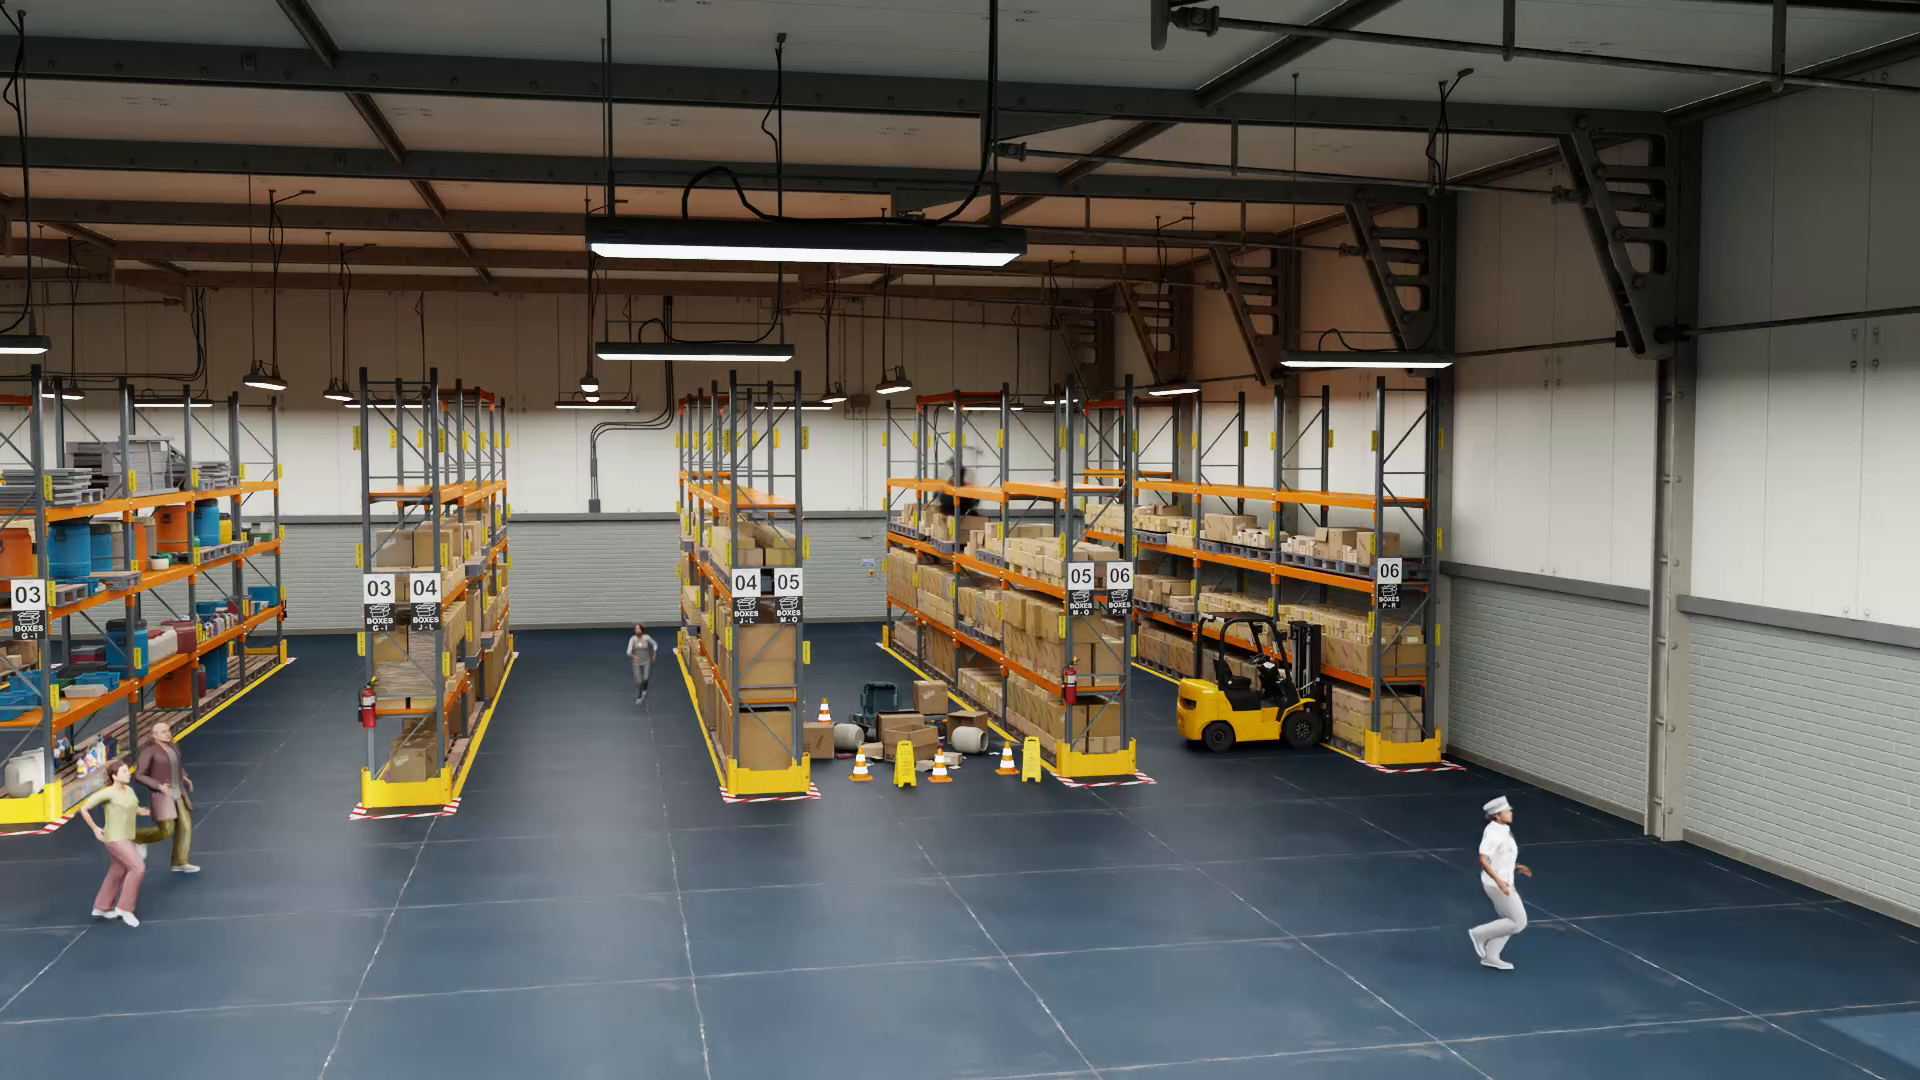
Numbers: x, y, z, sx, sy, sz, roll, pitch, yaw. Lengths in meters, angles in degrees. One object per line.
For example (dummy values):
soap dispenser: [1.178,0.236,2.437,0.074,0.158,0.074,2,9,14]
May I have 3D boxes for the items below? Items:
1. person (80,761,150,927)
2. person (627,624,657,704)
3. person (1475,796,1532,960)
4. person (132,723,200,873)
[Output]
person: [-8.705,3.138,17.238,0.662,1.704,0.558,0,3,3]
person: [-6.005,2.359,31.408,0.565,1.541,0.689,-1,3,-9]
person: [5.149,3.206,15.737,0.502,1.586,0.574,1,4,19]
person: [-9.234,2.988,19.344,0.920,1.742,0.725,1,4,20]
